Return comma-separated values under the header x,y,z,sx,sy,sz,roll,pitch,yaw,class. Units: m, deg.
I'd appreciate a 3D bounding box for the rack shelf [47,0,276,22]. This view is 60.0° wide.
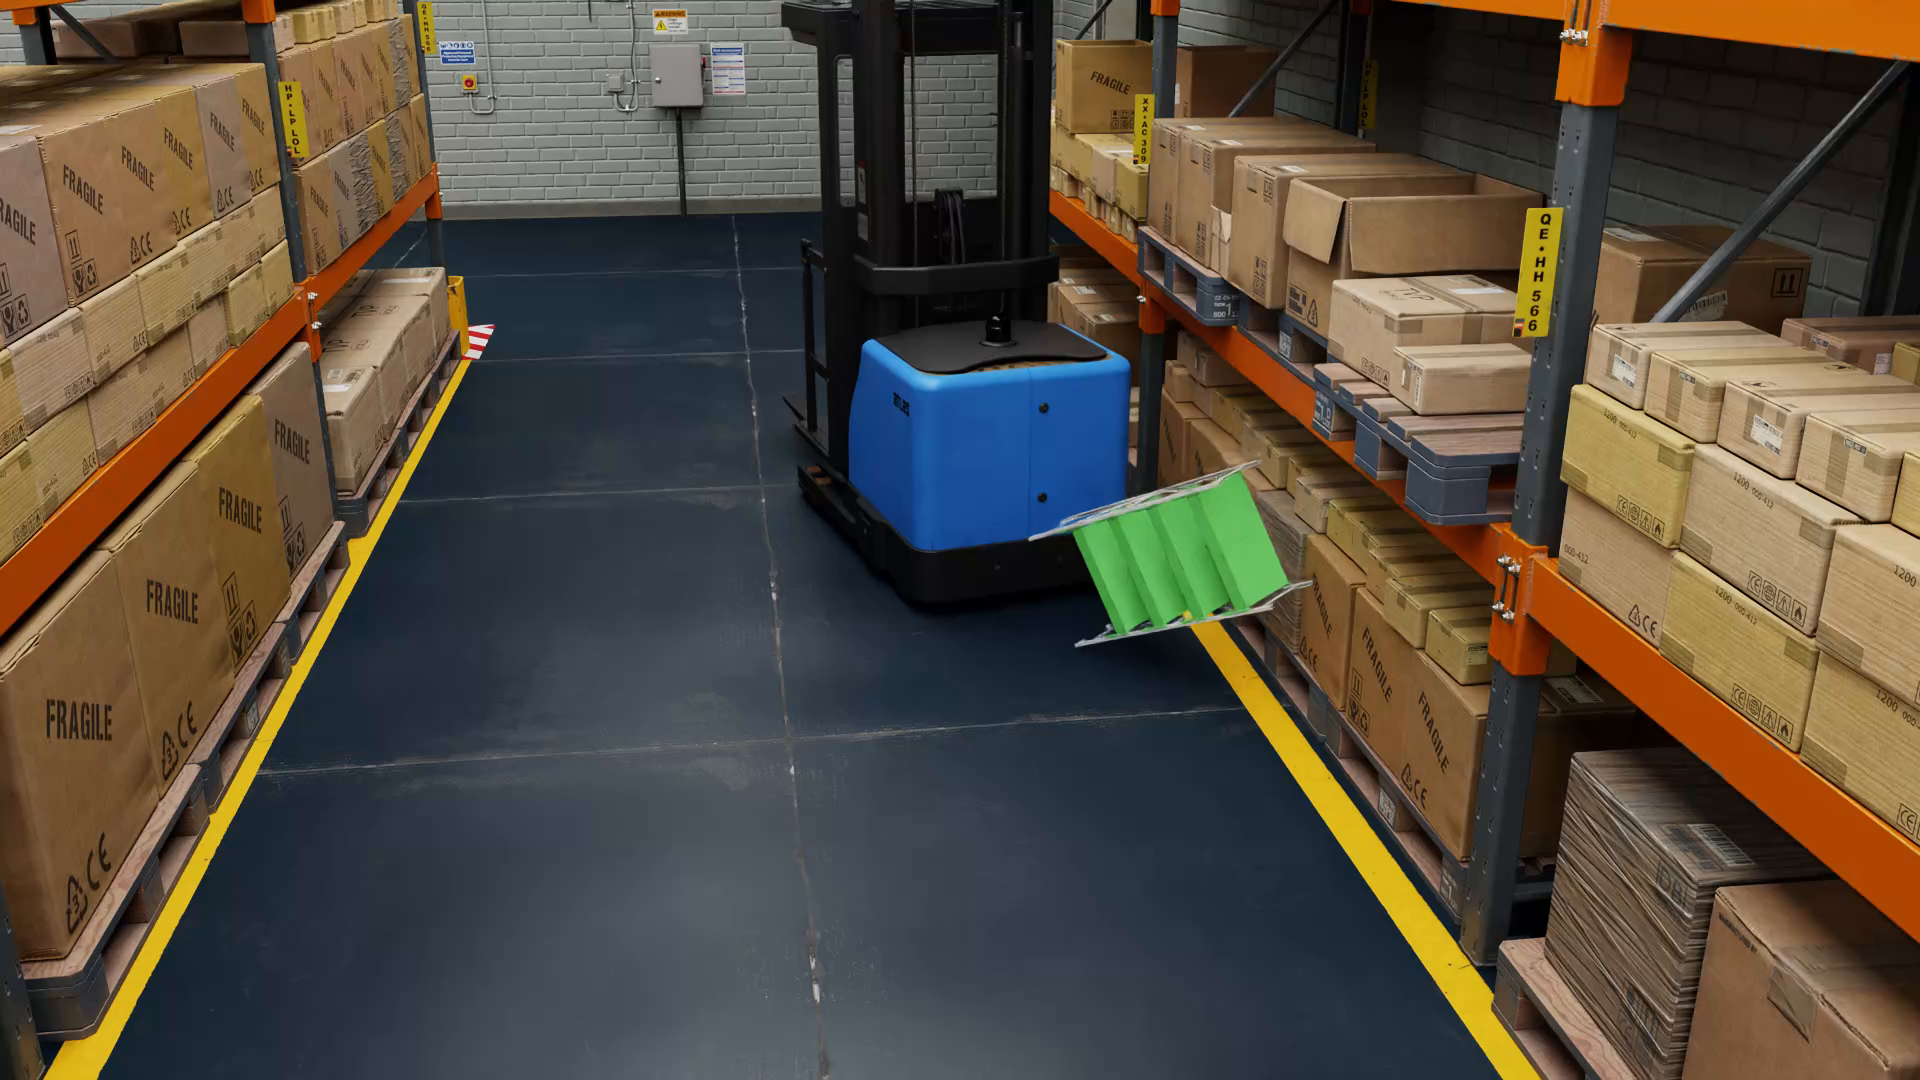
x,y,z,sx,sy,sz,roll,pitch,yaw,class
-3.784,-3.090,8.944,1.077,0.370,4.000,-3,21,-8,rack shelf

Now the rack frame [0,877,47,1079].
x,y,z,sx,sy,sz,roll,pitch,yaw,class
-2.919,0.055,3.781,1.000,3.000,0.127,-3,21,-8,rack frame

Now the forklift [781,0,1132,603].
x,y,z,sx,sy,sz,roll,pitch,yaw,class
-0.216,-1.579,8.256,1.130,2.935,3.031,-7,22,-19,forklift

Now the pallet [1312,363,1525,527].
x,y,z,sx,sy,sz,roll,pitch,yaw,class
1.825,-0.337,5.107,1.213,0.211,1.003,-3,21,-8,pallet

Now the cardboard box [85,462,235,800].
x,y,z,sx,sy,sz,roll,pitch,yaw,class
-3.061,0.302,5.558,0.875,0.875,0.875,-3,21,-7,cardboard box

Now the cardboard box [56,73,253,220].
x,y,z,sx,sy,sz,roll,pitch,yaw,class
-3.101,-1.524,6.437,0.500,0.500,0.500,-3,21,-7,cardboard box

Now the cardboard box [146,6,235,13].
x,y,z,sx,sy,sz,roll,pitch,yaw,class
-3.977,-2.685,8.619,0.380,0.149,0.250,-3,21,-9,cardboard box

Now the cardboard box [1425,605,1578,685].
x,y,z,sx,sy,sz,roll,pitch,yaw,class
1.670,0.316,5.128,0.380,0.149,0.250,-4,21,-10,cardboard box

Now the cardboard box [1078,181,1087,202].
x,y,z,sx,sy,sz,roll,pitch,yaw,class
0.915,-2.096,9.901,0.380,0.149,0.250,-3,21,-8,cardboard box

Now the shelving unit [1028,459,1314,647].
x,y,z,sx,sy,sz,roll,pitch,yaw,class
0.793,0.077,6.539,0.258,0.503,1.200,-27,5,-33,shelving unit

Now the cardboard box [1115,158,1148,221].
x,y,z,sx,sy,sz,roll,pitch,yaw,class
1.101,-1.814,8.576,0.500,0.250,0.500,-2,21,-6,cardboard box

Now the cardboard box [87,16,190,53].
x,y,z,sx,sy,sz,roll,pitch,yaw,class
-3.786,-2.336,7.684,0.380,0.149,0.250,-2,21,-6,cardboard box

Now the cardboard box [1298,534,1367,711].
x,y,z,sx,sy,sz,roll,pitch,yaw,class
1.579,0.288,6.131,0.500,0.500,0.500,-2,21,-5,cardboard box

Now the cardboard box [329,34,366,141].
x,y,z,sx,sy,sz,roll,pitch,yaw,class
-3.454,-2.375,8.716,0.500,0.500,0.500,-3,21,-7,cardboard box

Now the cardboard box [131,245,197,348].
x,y,z,sx,sy,sz,roll,pitch,yaw,class
-2.941,-0.825,5.637,0.500,0.250,0.500,-3,21,-7,cardboard box

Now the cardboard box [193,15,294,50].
x,y,z,sx,sy,sz,roll,pitch,yaw,class
-3.337,-2.359,7.746,0.380,0.149,0.250,-3,21,-7,cardboard box

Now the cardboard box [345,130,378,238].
x,y,z,sx,sy,sz,roll,pitch,yaw,class
-3.438,-1.899,8.870,0.500,0.500,0.500,-3,21,-7,cardboard box

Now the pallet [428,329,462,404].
x,y,z,sx,sy,sz,roll,pitch,yaw,class
-3.880,-1.135,10.954,1.003,0.211,1.213,-3,21,-8,pallet

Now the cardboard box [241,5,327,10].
x,y,z,sx,sy,sz,roll,pitch,yaw,class
-3.518,-2.711,8.688,0.380,0.149,0.250,-3,21,-8,cardboard box

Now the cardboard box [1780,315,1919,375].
x,y,z,sx,sy,sz,roll,pitch,yaw,class
2.239,-0.444,4.049,0.380,0.149,0.250,-2,21,-6,cardboard box

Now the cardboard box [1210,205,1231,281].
x,y,z,sx,sy,sz,roll,pitch,yaw,class
1.236,-1.214,6.773,0.396,0.266,0.258,-2,21,-5,cardboard box

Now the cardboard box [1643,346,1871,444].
x,y,z,sx,sy,sz,roll,pitch,yaw,class
1.786,-0.329,3.741,0.380,0.149,0.250,-2,21,-7,cardboard box

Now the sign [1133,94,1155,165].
x,y,z,sx,sy,sz,roll,pitch,yaw,class
0.880,-1.957,7.930,0.100,0.325,0.005,-3,21,-8,sign

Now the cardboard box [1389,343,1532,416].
x,y,z,sx,sy,sz,roll,pitch,yaw,class
1.518,-0.483,4.982,0.380,0.149,0.250,-3,21,-7,cardboard box

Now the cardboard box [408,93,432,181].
x,y,z,sx,sy,sz,roll,pitch,yaw,class
-3.741,-2.608,10.768,0.500,0.500,0.500,-3,21,-7,cardboard box

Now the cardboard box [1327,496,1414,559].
x,y,z,sx,sy,sz,roll,pitch,yaw,class
1.576,-0.050,6.109,0.380,0.149,0.250,-3,21,-9,cardboard box

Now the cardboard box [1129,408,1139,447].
x,y,z,sx,sy,sz,roll,pitch,yaw,class
1.045,-0.620,9.064,0.380,0.149,0.250,-4,21,-9,cardboard box

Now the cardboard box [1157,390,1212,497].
x,y,z,sx,sy,sz,roll,pitch,yaw,class
1.263,-0.428,8.047,0.500,0.500,0.500,-2,21,-5,cardboard box

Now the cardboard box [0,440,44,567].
x,y,z,sx,sy,sz,roll,pitch,yaw,class
-2.741,-0.056,4.294,0.500,0.250,0.500,-3,21,-9,cardboard box

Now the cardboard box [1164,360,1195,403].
x,y,z,sx,sy,sz,roll,pitch,yaw,class
1.204,-0.773,8.044,0.380,0.149,0.250,-2,21,-5,cardboard box

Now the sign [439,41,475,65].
x,y,z,sx,sy,sz,roll,pitch,yaw,class
-4.965,-4.811,16.423,0.327,0.218,0.001,-3,21,-8,sign

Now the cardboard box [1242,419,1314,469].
x,y,z,sx,sy,sz,roll,pitch,yaw,class
1.421,-0.410,7.073,0.380,0.149,0.250,-3,21,-8,cardboard box

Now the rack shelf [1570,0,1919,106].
x,y,z,sx,sy,sz,roll,pitch,yaw,class
2.280,-0.572,2.201,1.077,0.370,4.000,-3,21,-8,rack shelf

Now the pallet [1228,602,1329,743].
x,y,z,sx,sy,sz,roll,pitch,yaw,class
1.749,0.428,6.768,1.003,0.211,1.213,-3,21,-8,pallet

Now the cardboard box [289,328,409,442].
x,y,z,sx,sy,sz,roll,pitch,yaw,class
-3.610,-0.859,9.290,0.875,0.438,0.875,-4,21,-9,cardboard box

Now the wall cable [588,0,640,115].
x,y,z,sx,sy,sz,roll,pitch,yaw,class
-3.507,-5.217,16.445,0.588,1.984,0.122,-3,21,-8,wall cable

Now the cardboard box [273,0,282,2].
x,y,z,sx,sy,sz,roll,pitch,yaw,class
-4.117,-3.035,9.557,0.380,0.149,0.250,-3,21,-7,cardboard box

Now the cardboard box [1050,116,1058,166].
x,y,z,sx,sy,sz,roll,pitch,yaw,class
0.787,-2.515,10.451,0.500,0.250,0.500,-3,21,-9,cardboard box

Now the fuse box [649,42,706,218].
x,y,z,sx,sy,sz,roll,pitch,yaw,class
-2.809,-4.117,16.794,0.539,1.711,0.414,-3,21,-8,fuse box

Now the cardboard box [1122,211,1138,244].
x,y,z,sx,sy,sz,roll,pitch,yaw,class
1.061,-1.650,8.706,0.380,0.149,0.250,-2,21,-6,cardboard box

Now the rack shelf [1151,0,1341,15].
x,y,z,sx,sy,sz,roll,pitch,yaw,class
1.127,-3.342,9.617,1.077,0.370,4.000,-3,21,-8,rack shelf

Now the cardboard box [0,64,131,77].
x,y,z,sx,sy,sz,roll,pitch,yaw,class
-3.717,-1.678,6.849,0.500,0.500,0.500,-3,21,-7,cardboard box

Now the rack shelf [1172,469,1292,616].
x,y,z,sx,sy,sz,roll,pitch,yaw,class
1.014,0.008,6.193,0.258,0.480,0.148,-27,5,-33,rack shelf

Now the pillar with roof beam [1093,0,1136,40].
x,y,z,sx,sy,sz,roll,pitch,yaw,class
-2.918,-6.538,12.861,9.100,9.000,0.400,-3,21,-8,pillar with roof beam

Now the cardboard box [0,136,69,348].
x,y,z,sx,sy,sz,roll,pitch,yaw,class
-2.829,-0.814,4.537,0.500,0.500,0.500,-3,21,-8,cardboard box

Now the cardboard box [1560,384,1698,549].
x,y,z,sx,sy,sz,roll,pitch,yaw,class
1.790,-0.193,3.945,0.500,0.250,0.500,-3,21,-8,cardboard box

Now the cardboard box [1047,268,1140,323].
x,y,z,sx,sy,sz,roll,pitch,yaw,class
0.918,-1.477,10.857,0.700,0.500,0.500,-2,21,-6,cardboard box

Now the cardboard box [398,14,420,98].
x,y,z,sx,sy,sz,roll,pitch,yaw,class
-3.767,-3.075,10.589,0.500,0.500,0.500,-2,21,-6,cardboard box

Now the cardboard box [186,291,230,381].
x,y,z,sx,sy,sz,roll,pitch,yaw,class
-3.056,-0.765,6.190,0.500,0.250,0.500,-3,21,-9,cardboard box
